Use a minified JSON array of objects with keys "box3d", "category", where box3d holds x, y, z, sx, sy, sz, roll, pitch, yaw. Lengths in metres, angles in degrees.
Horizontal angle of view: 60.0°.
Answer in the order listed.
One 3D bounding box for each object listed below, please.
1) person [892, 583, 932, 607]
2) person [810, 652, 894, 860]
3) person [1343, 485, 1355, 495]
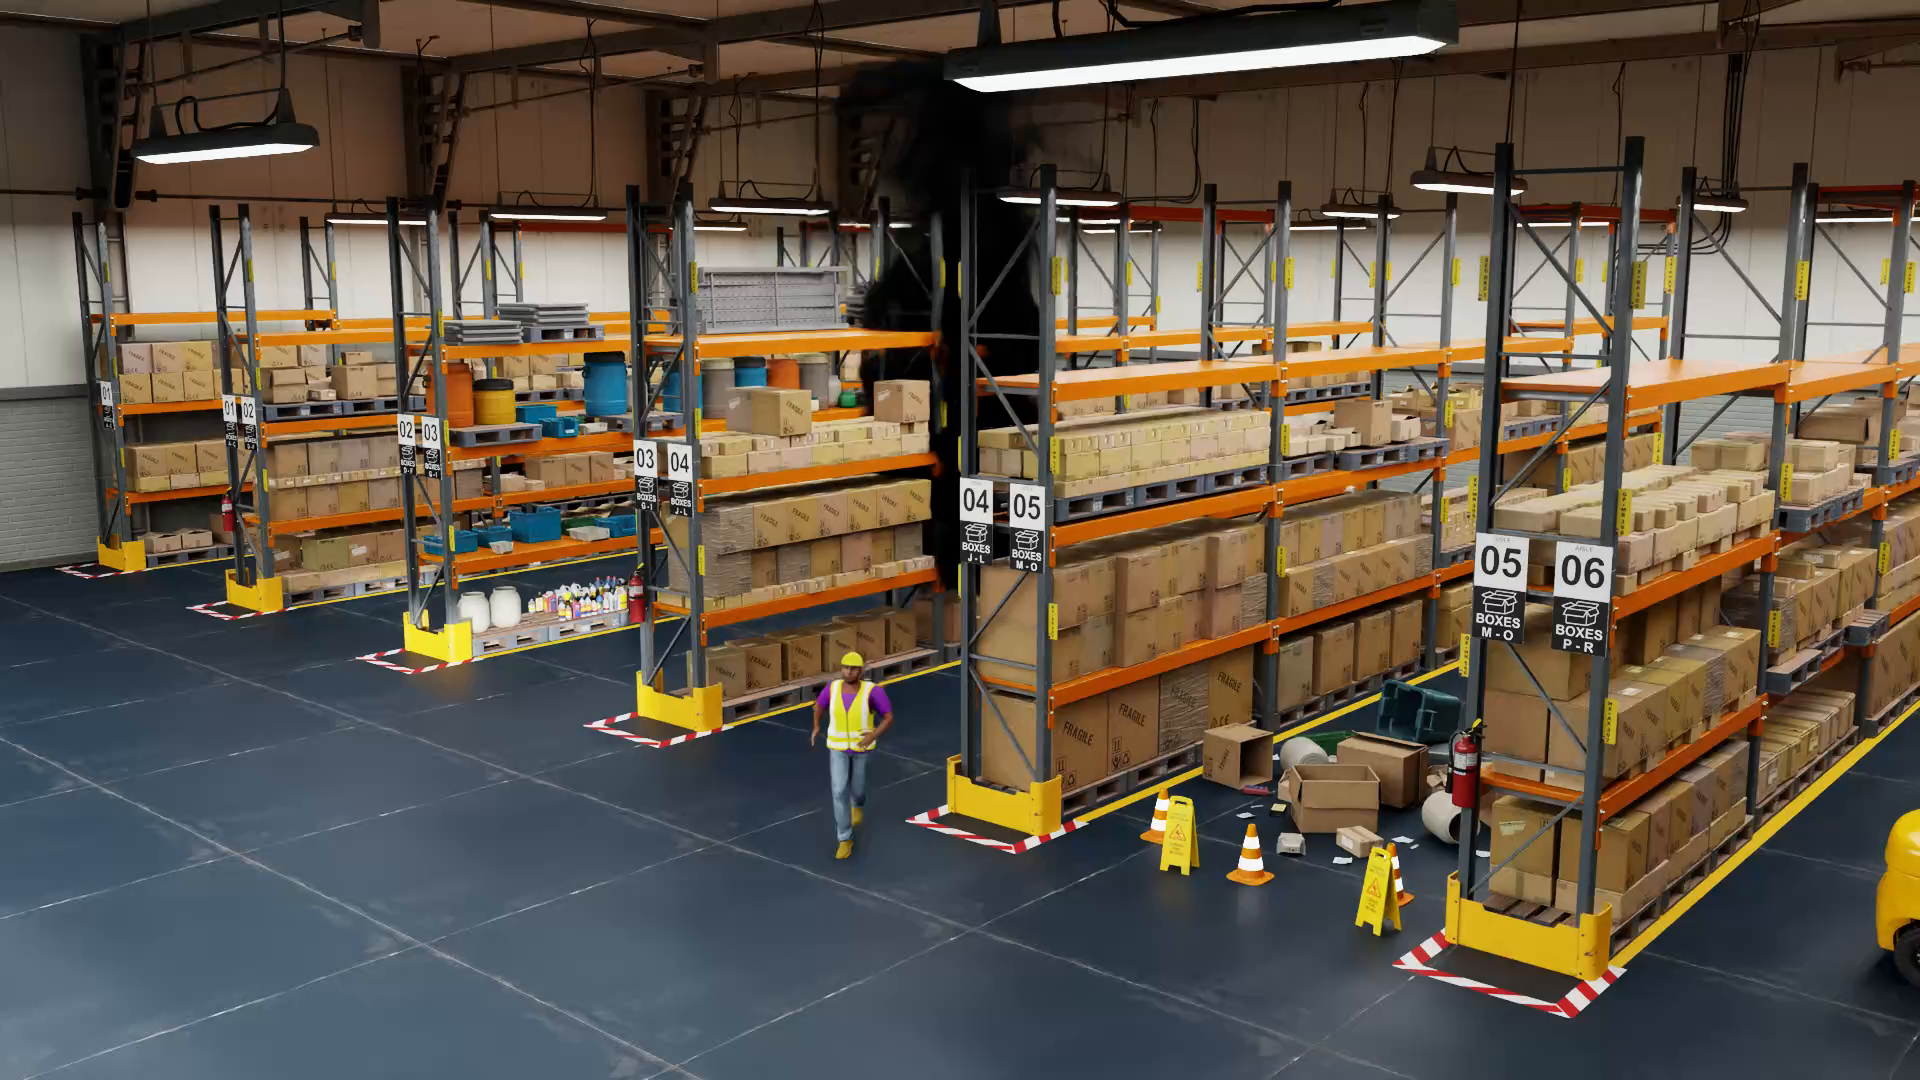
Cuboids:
[{"box3d":[-0.746,0.289,24.044,0.656,1.758,0.970,7,12,38],"category":"person"},{"box3d":[-0.960,1.868,14.861,0.749,1.781,0.902,0,9,2],"category":"person"},{"box3d":[6.252,-0.069,26.815,0.613,1.636,0.535,6,11,33],"category":"person"}]
